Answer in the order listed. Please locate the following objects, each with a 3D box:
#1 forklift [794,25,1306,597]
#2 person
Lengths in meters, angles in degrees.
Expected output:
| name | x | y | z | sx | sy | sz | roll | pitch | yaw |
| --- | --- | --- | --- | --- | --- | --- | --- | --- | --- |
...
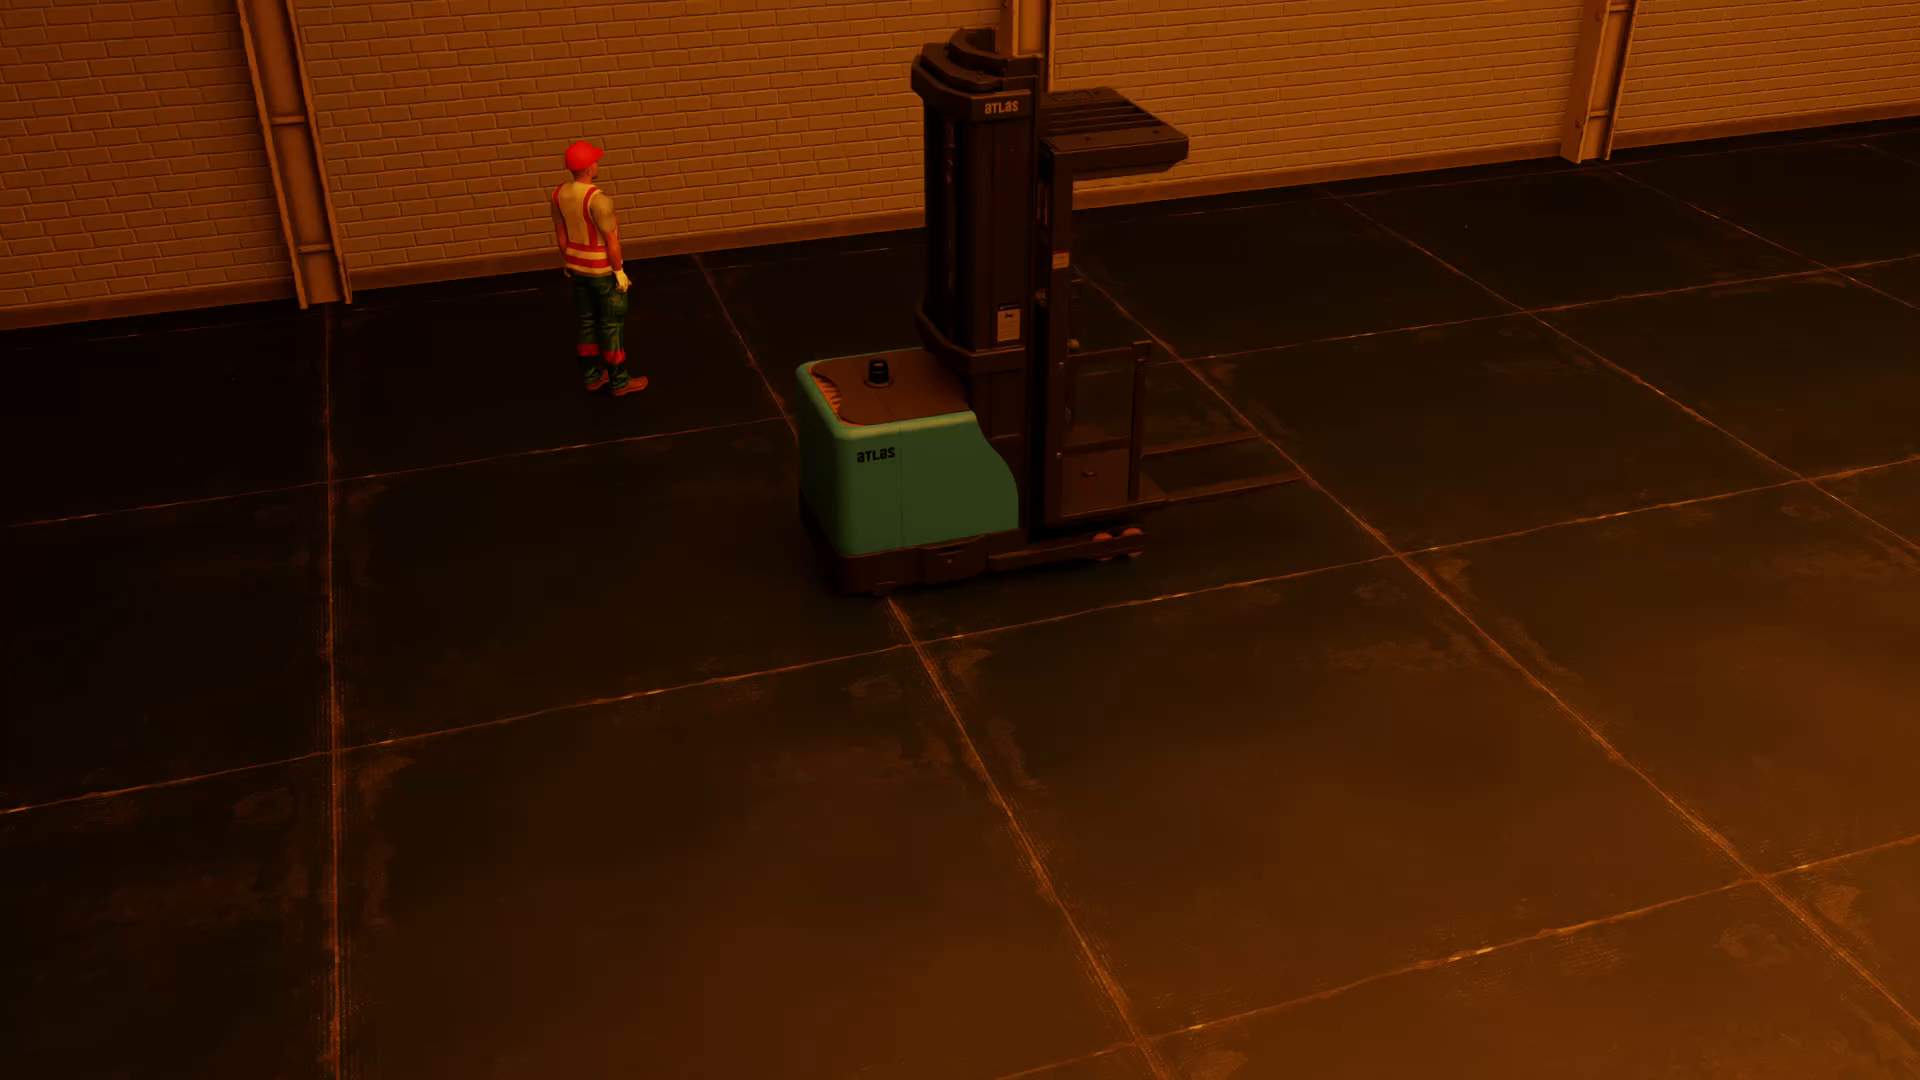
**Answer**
| name | x | y | z | sx | sy | sz | roll | pitch | yaw |
| --- | --- | --- | --- | --- | --- | --- | --- | --- | --- |
| forklift | 0.598 | -1.382 | 9.489 | 3.031 | 2.935 | 1.130 | -10 | 31 | -16 |
| person | -2.505 | -1.875 | 11.489 | 0.546 | 1.795 | 0.352 | 17 | 34 | 27 |
